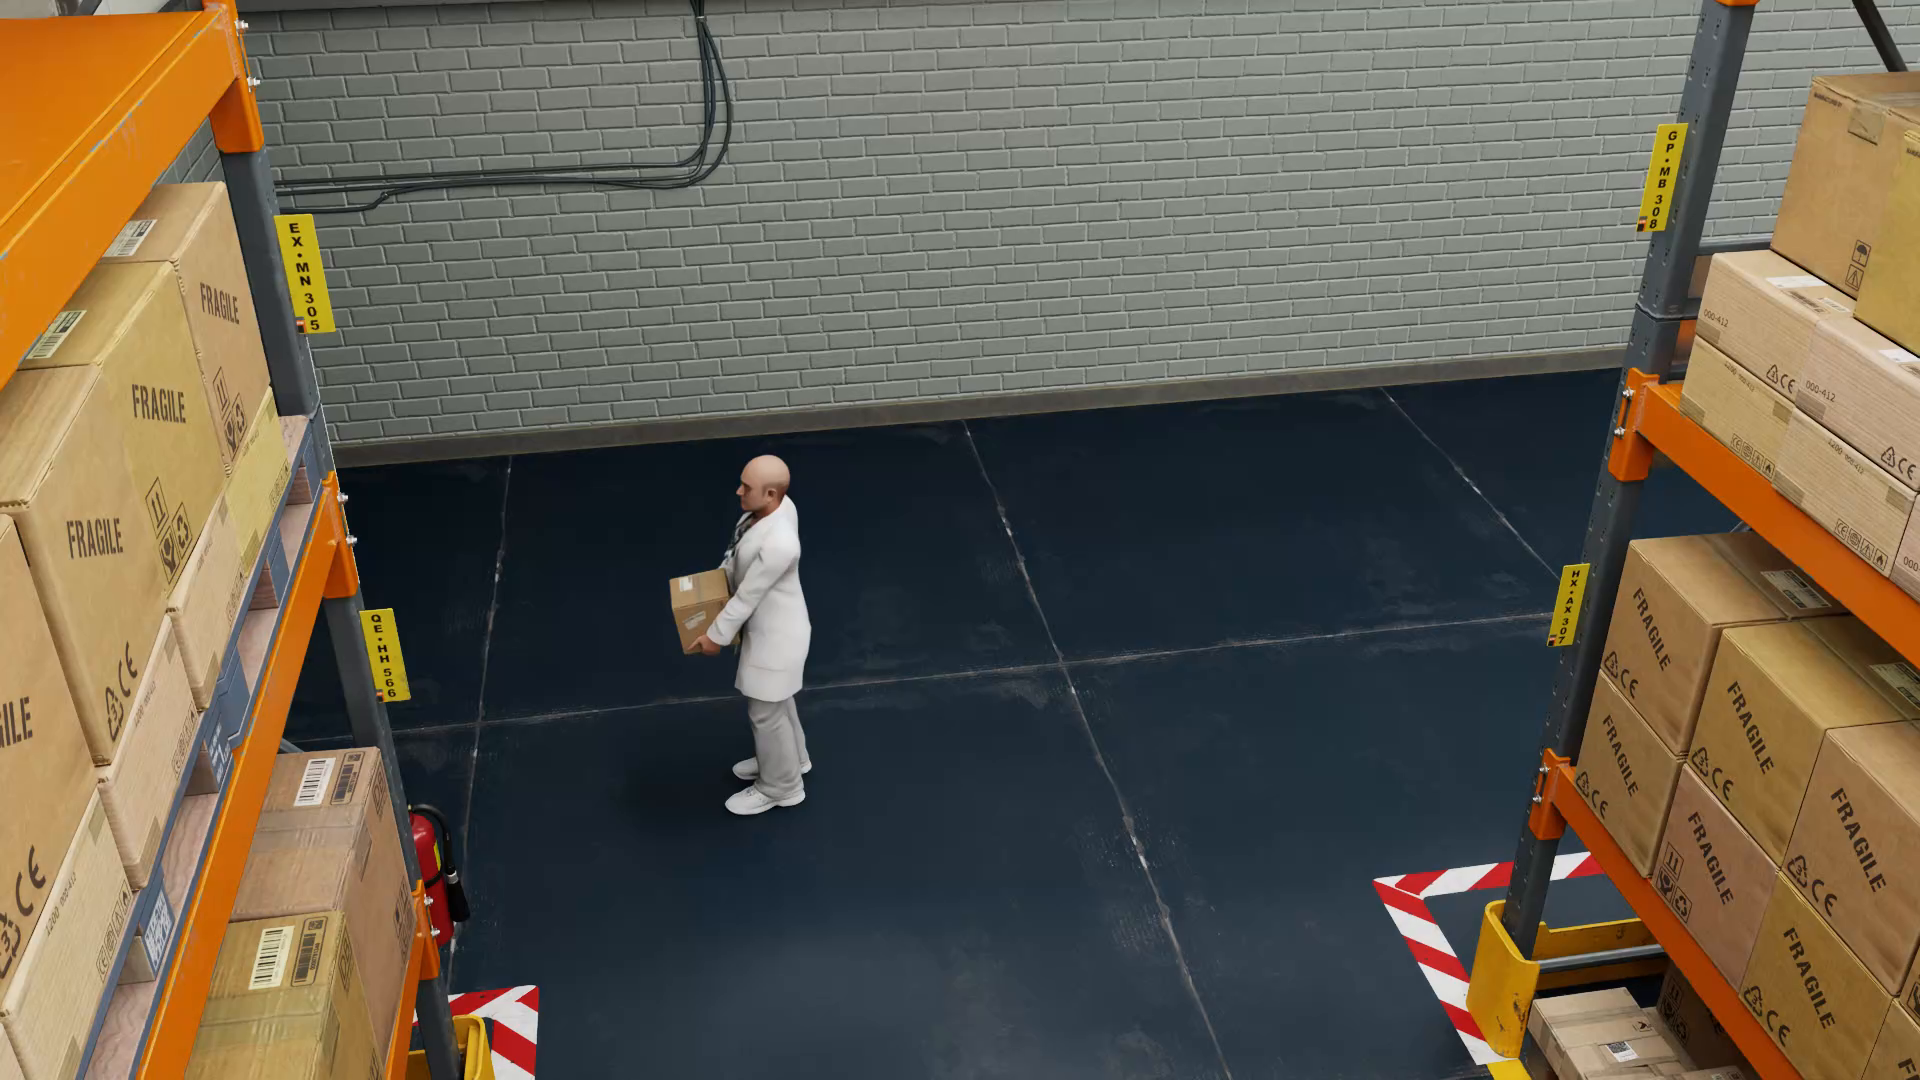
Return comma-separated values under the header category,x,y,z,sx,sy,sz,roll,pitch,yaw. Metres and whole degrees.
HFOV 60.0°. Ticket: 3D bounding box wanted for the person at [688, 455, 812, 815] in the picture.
category,x,y,z,sx,sy,sz,roll,pitch,yaw
person,-0.943,0.426,7.431,0.551,1.780,0.527,-6,31,-10
